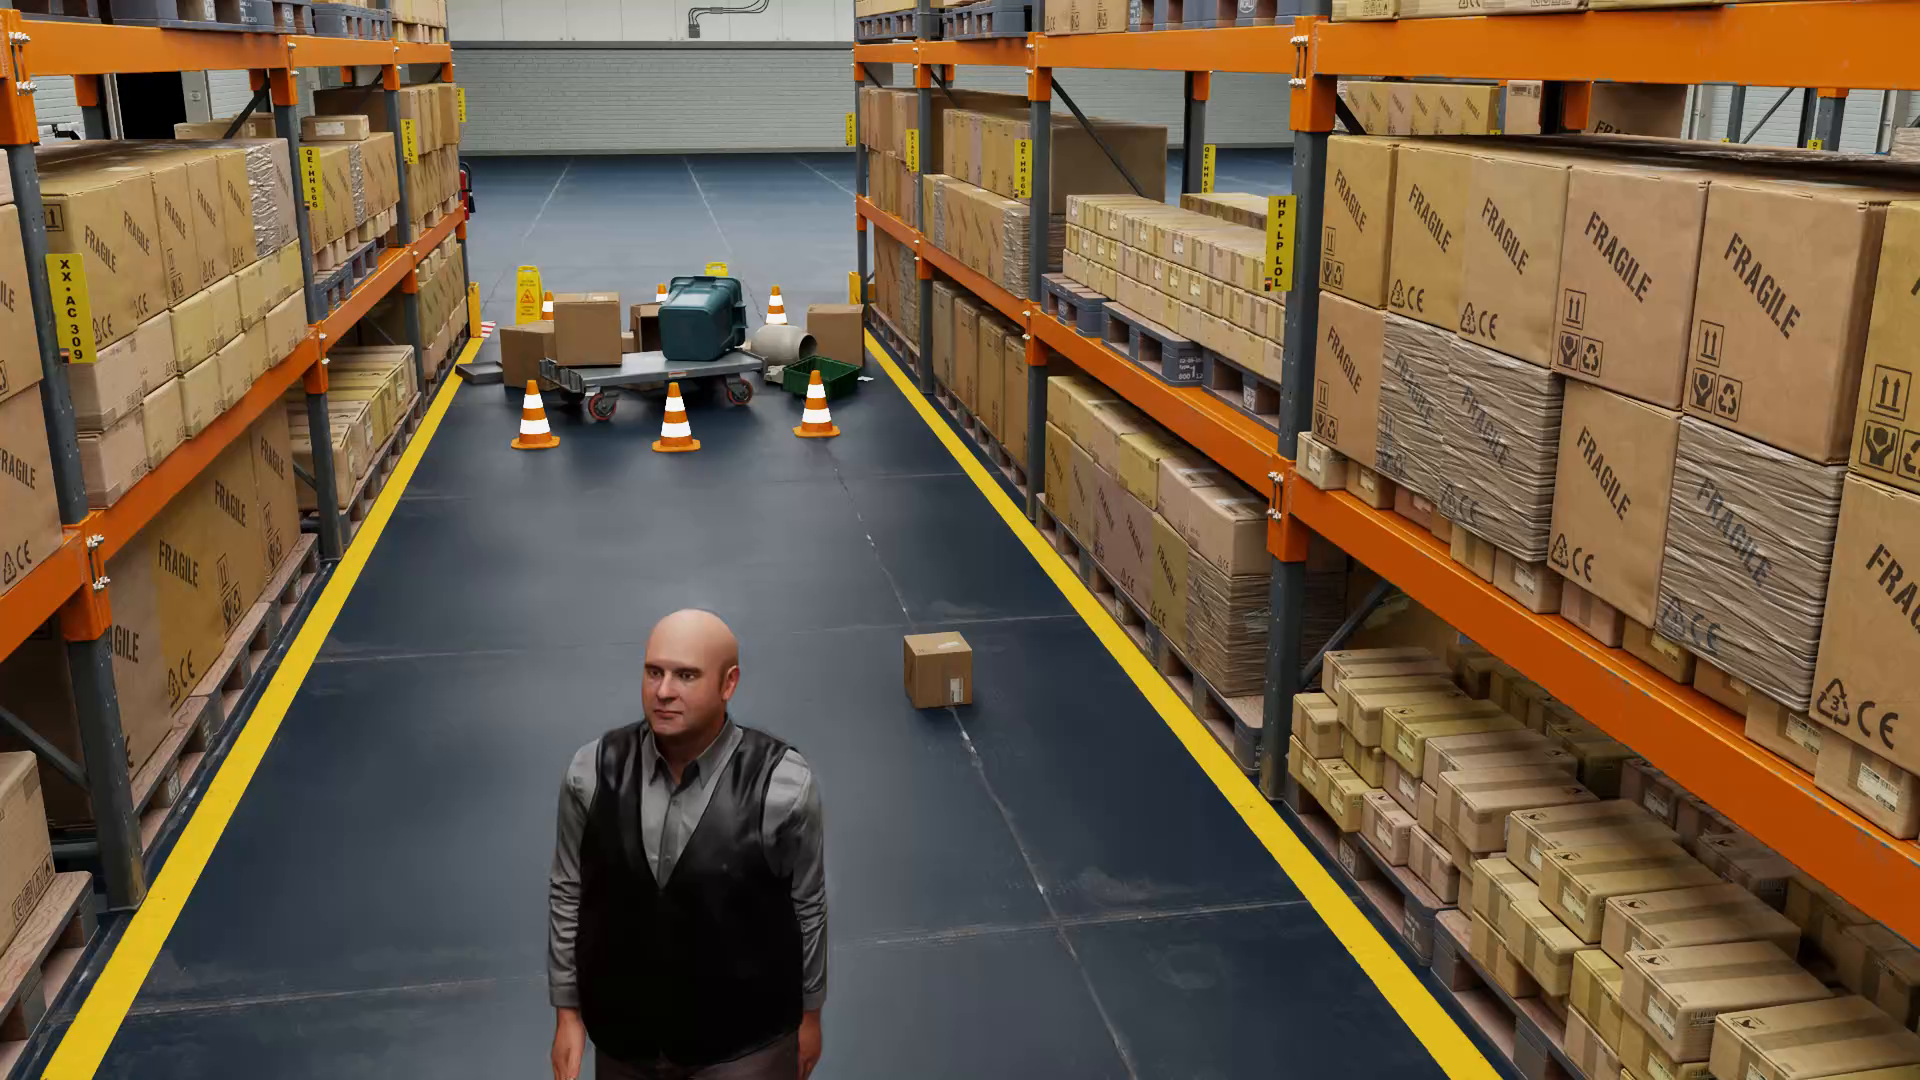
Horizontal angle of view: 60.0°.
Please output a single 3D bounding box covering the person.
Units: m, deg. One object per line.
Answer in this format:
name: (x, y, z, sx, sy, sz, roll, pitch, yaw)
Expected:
person: (-0.536, 0.951, 3.305, 0.543, 1.691, 0.892, 3, 17, 10)
